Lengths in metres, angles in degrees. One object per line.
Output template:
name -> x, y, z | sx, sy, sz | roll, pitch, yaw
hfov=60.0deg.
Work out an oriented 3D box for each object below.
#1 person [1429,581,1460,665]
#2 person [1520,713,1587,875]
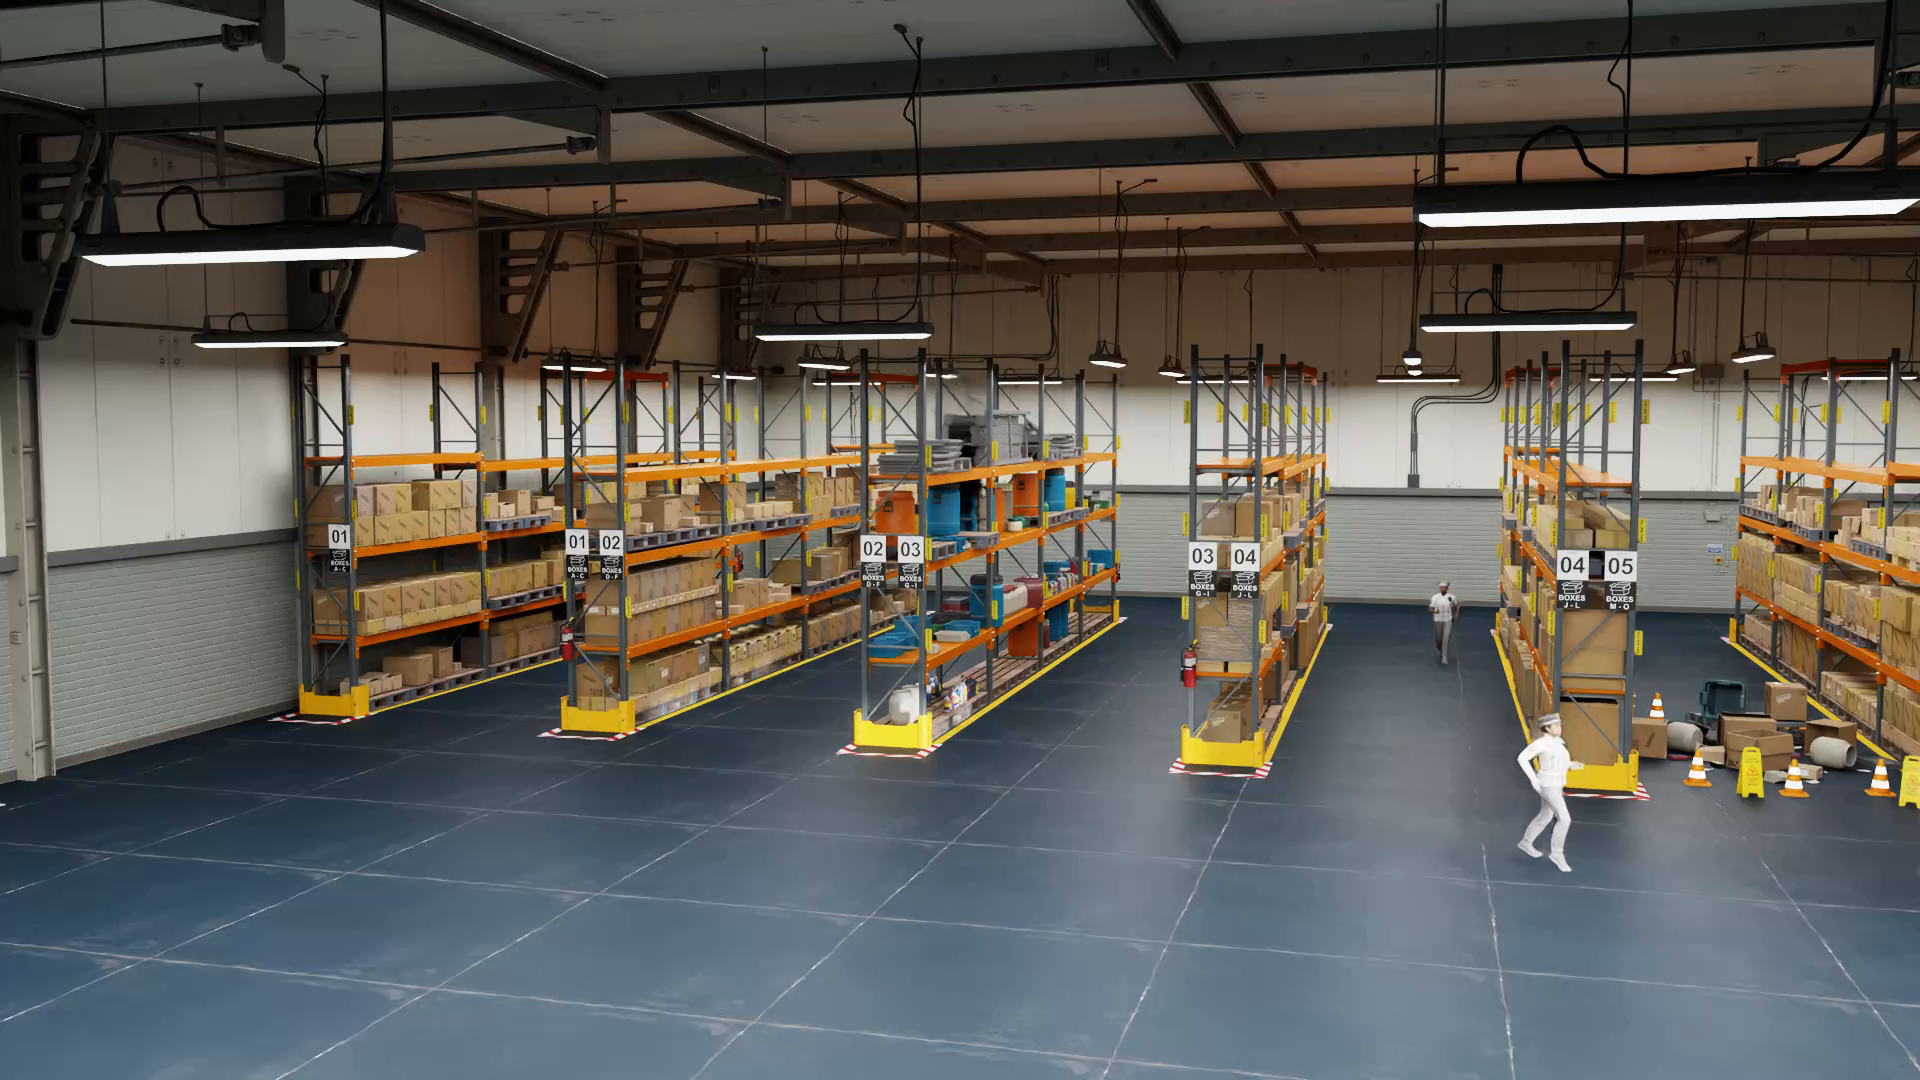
person -> 9.713, 1.642, 33.408 | 0.577, 1.647, 1.010 | 1, 4, 18
person -> 6.572, 2.770, 18.421 | 0.762, 1.745, 0.584 | 4, 6, 44
